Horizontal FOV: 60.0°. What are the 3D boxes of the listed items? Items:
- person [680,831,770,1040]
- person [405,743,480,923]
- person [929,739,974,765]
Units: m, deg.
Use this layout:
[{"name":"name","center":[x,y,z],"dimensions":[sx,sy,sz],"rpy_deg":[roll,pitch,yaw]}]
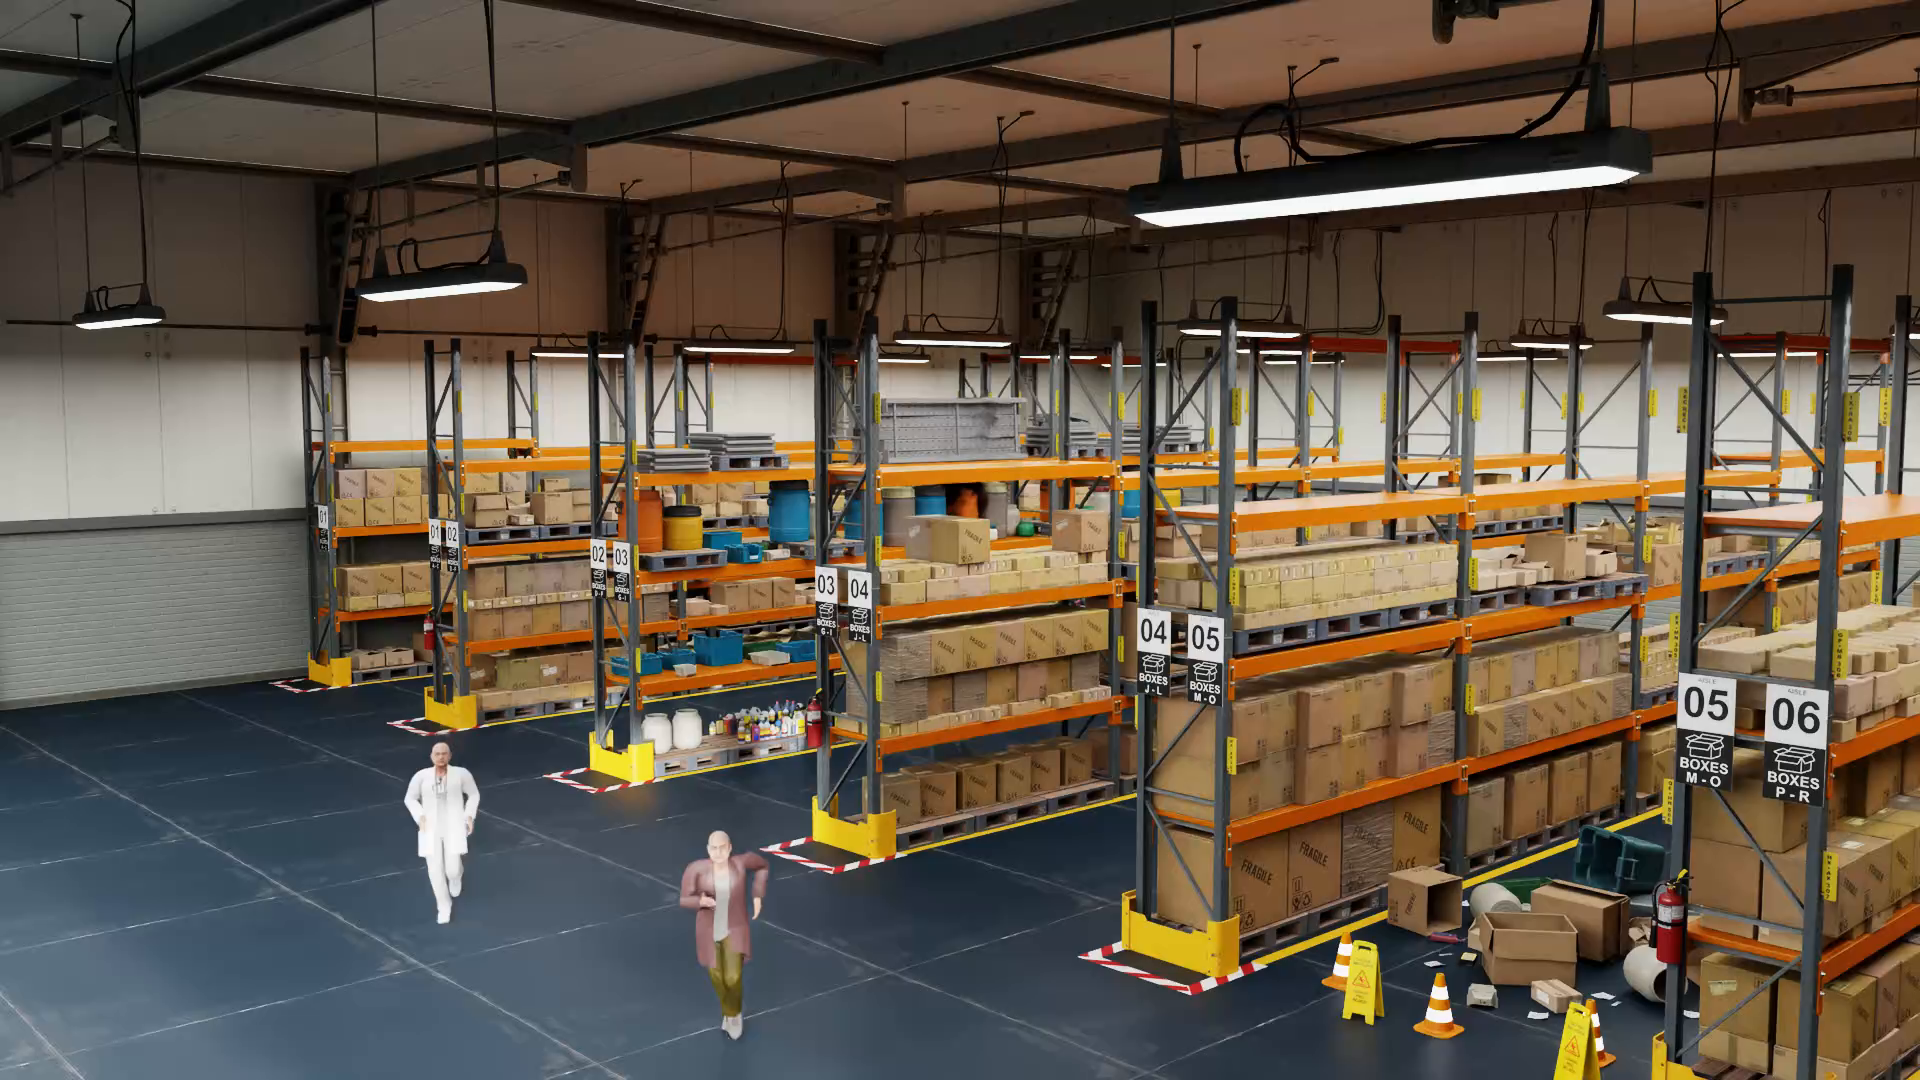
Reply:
[{"name":"person","center":[-1.863,3.123,13.192],"dimensions":[0.673,1.727,0.895],"rpy_deg":[0,5,0]},{"name":"person","center":[-5.122,2.863,16.463],"dimensions":[0.712,1.739,0.636],"rpy_deg":[-1,5,-14]},{"name":"person","center":[-0.118,2.345,22.043],"dimensions":[0.674,1.825,0.782],"rpy_deg":[5,7,43]}]
